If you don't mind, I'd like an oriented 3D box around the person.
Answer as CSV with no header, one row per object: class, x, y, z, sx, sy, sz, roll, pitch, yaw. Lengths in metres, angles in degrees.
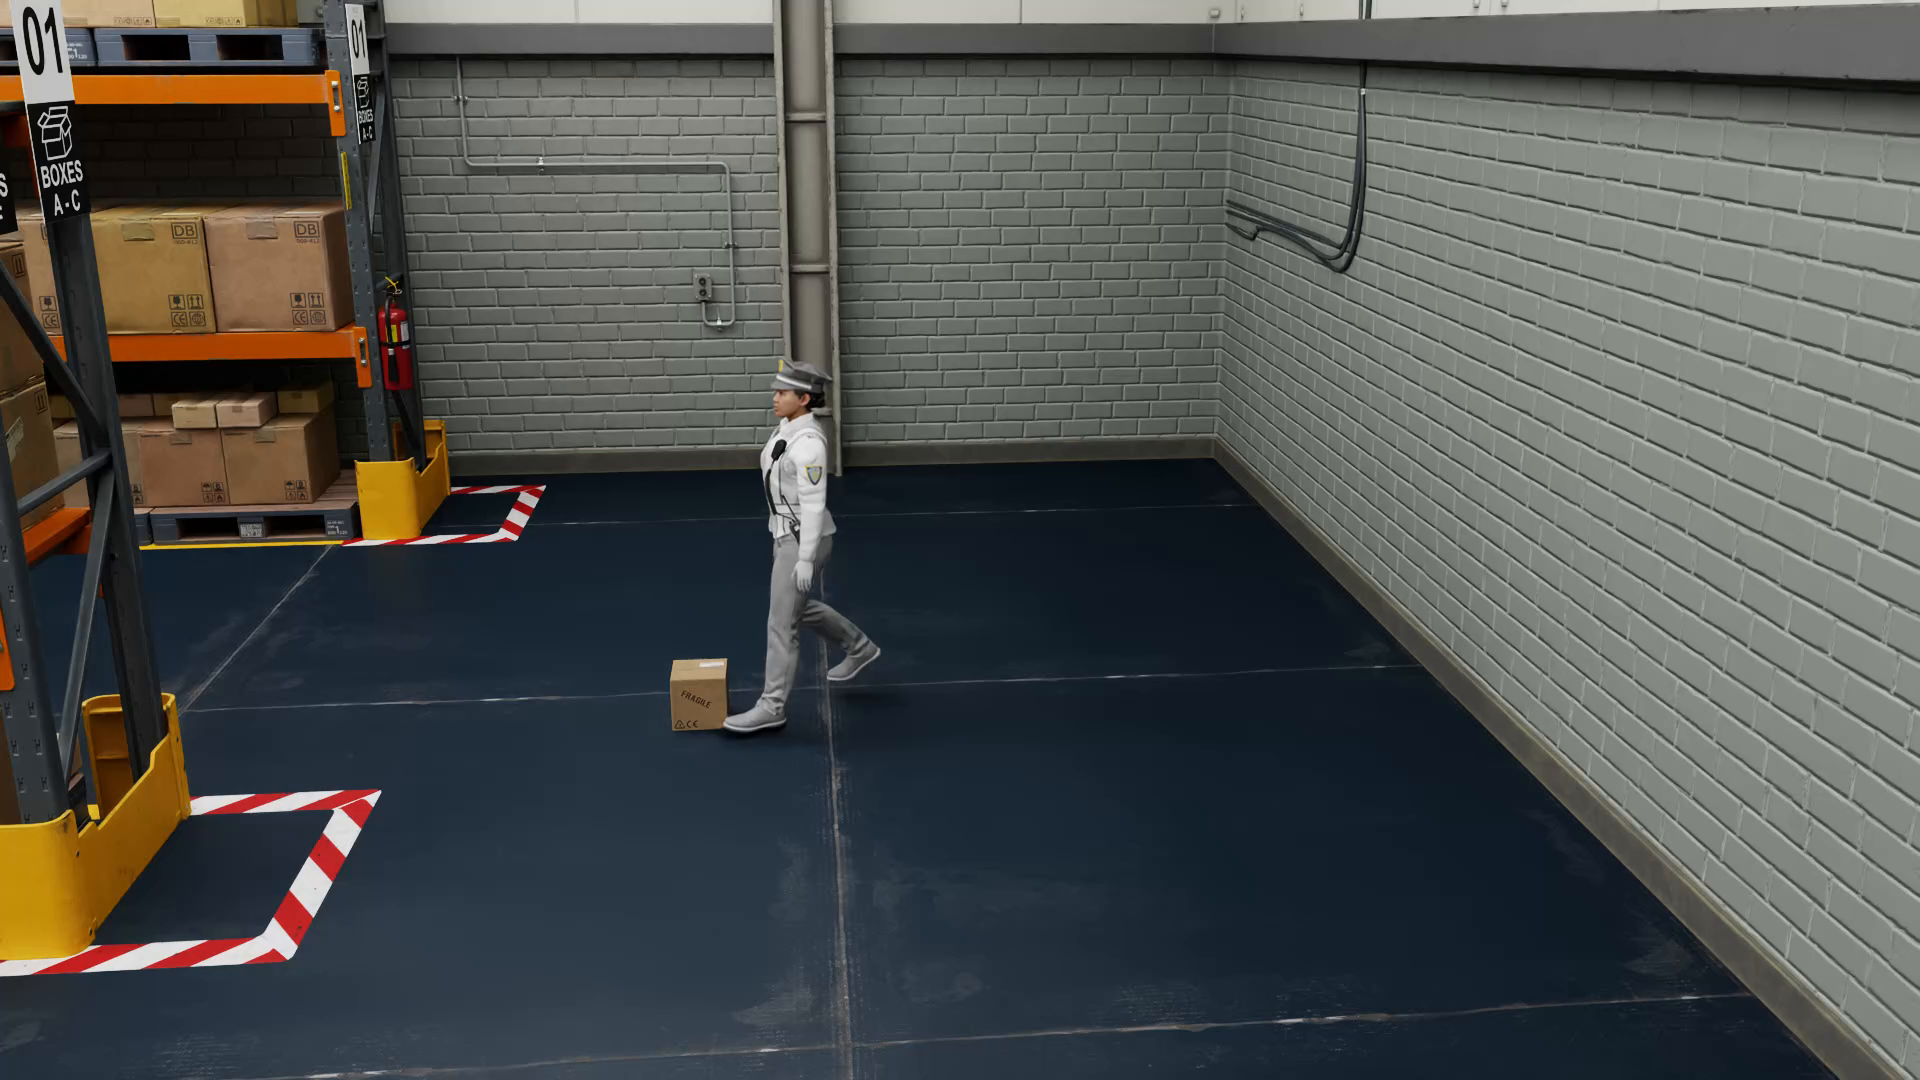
person,-0.713,-0.006,7.462,0.787,1.669,0.526,-4,17,-13
